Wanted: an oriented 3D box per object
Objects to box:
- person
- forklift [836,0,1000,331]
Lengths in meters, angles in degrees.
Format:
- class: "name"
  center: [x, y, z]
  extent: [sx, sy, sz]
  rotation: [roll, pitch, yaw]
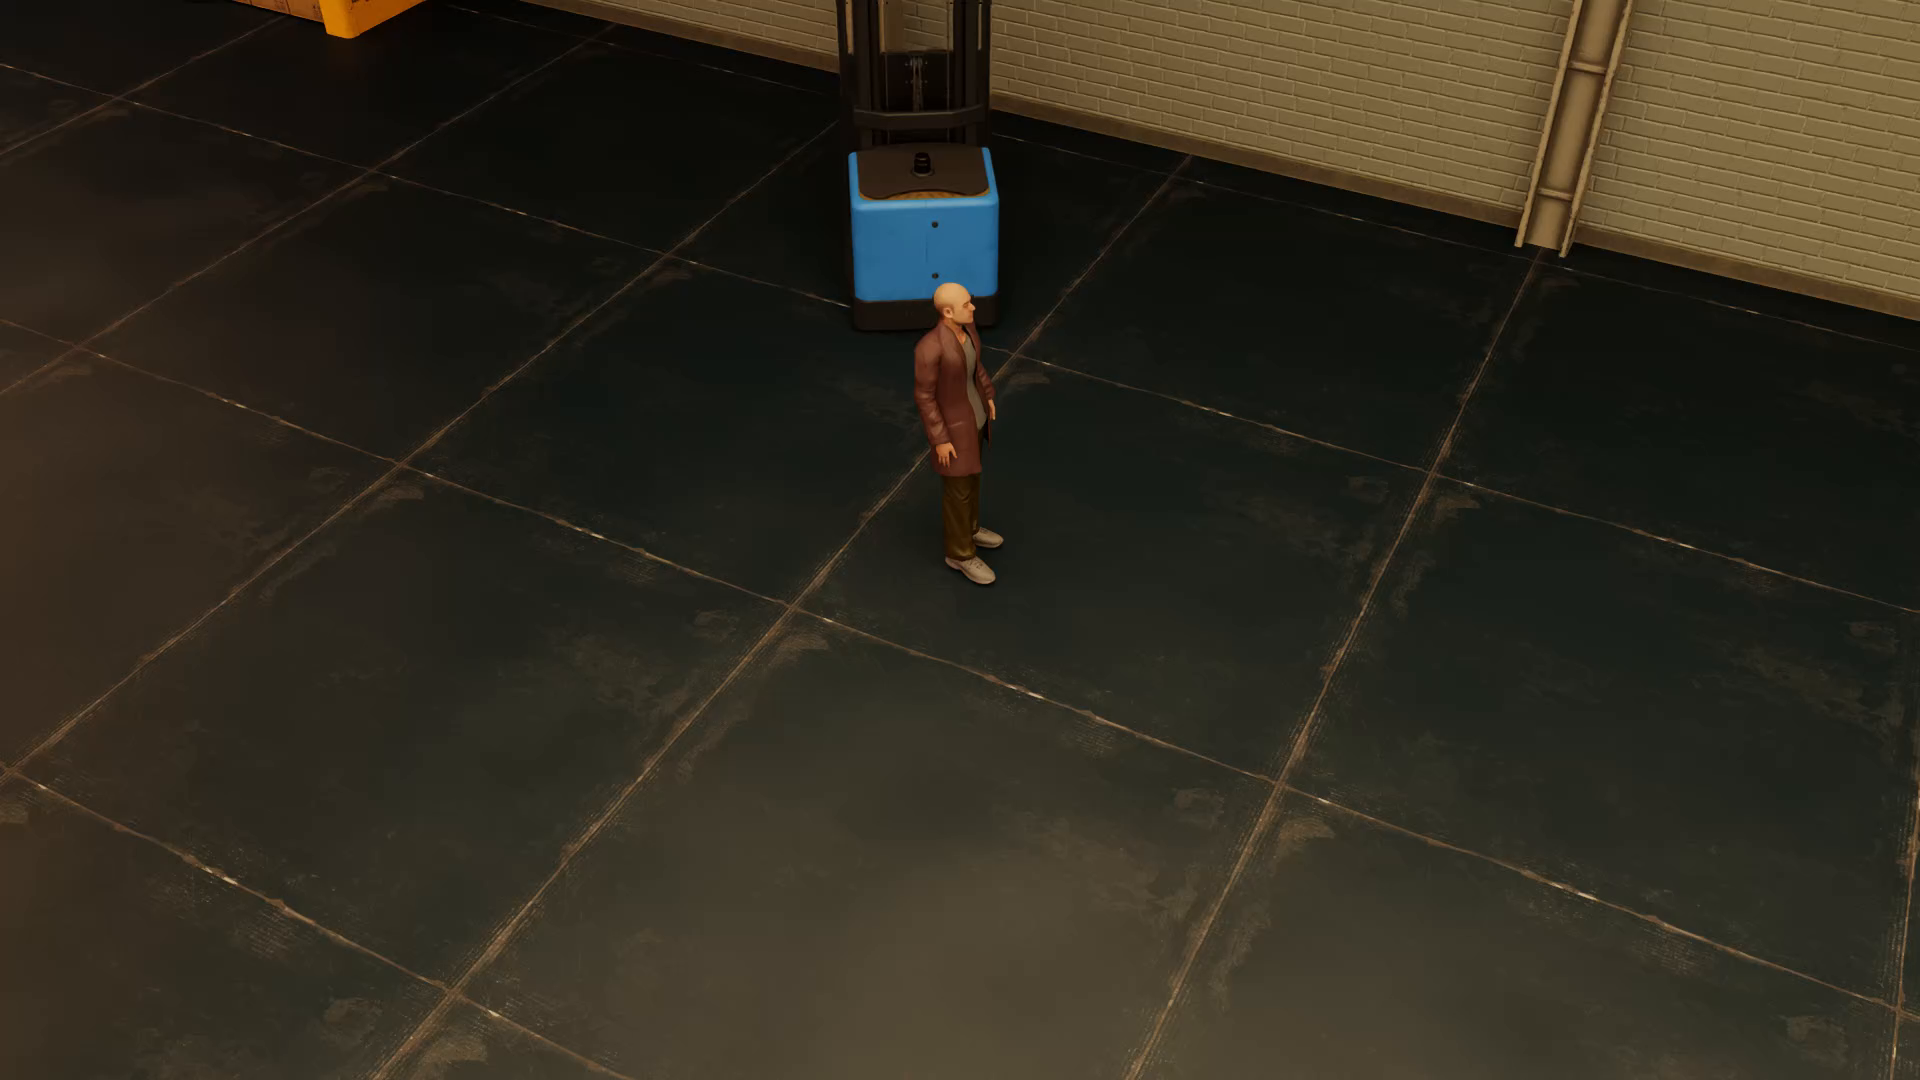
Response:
- class: "person"
  center: [0.080, -0.656, 9.650]
  extent: [0.579, 1.778, 0.696]
  rotation: [18, 43, 21]
- class: "forklift"
  center: [-0.348, -3.561, 12.215]
  extent: [1.130, 2.935, 3.031]
  rotation: [-3, 40, -3]
